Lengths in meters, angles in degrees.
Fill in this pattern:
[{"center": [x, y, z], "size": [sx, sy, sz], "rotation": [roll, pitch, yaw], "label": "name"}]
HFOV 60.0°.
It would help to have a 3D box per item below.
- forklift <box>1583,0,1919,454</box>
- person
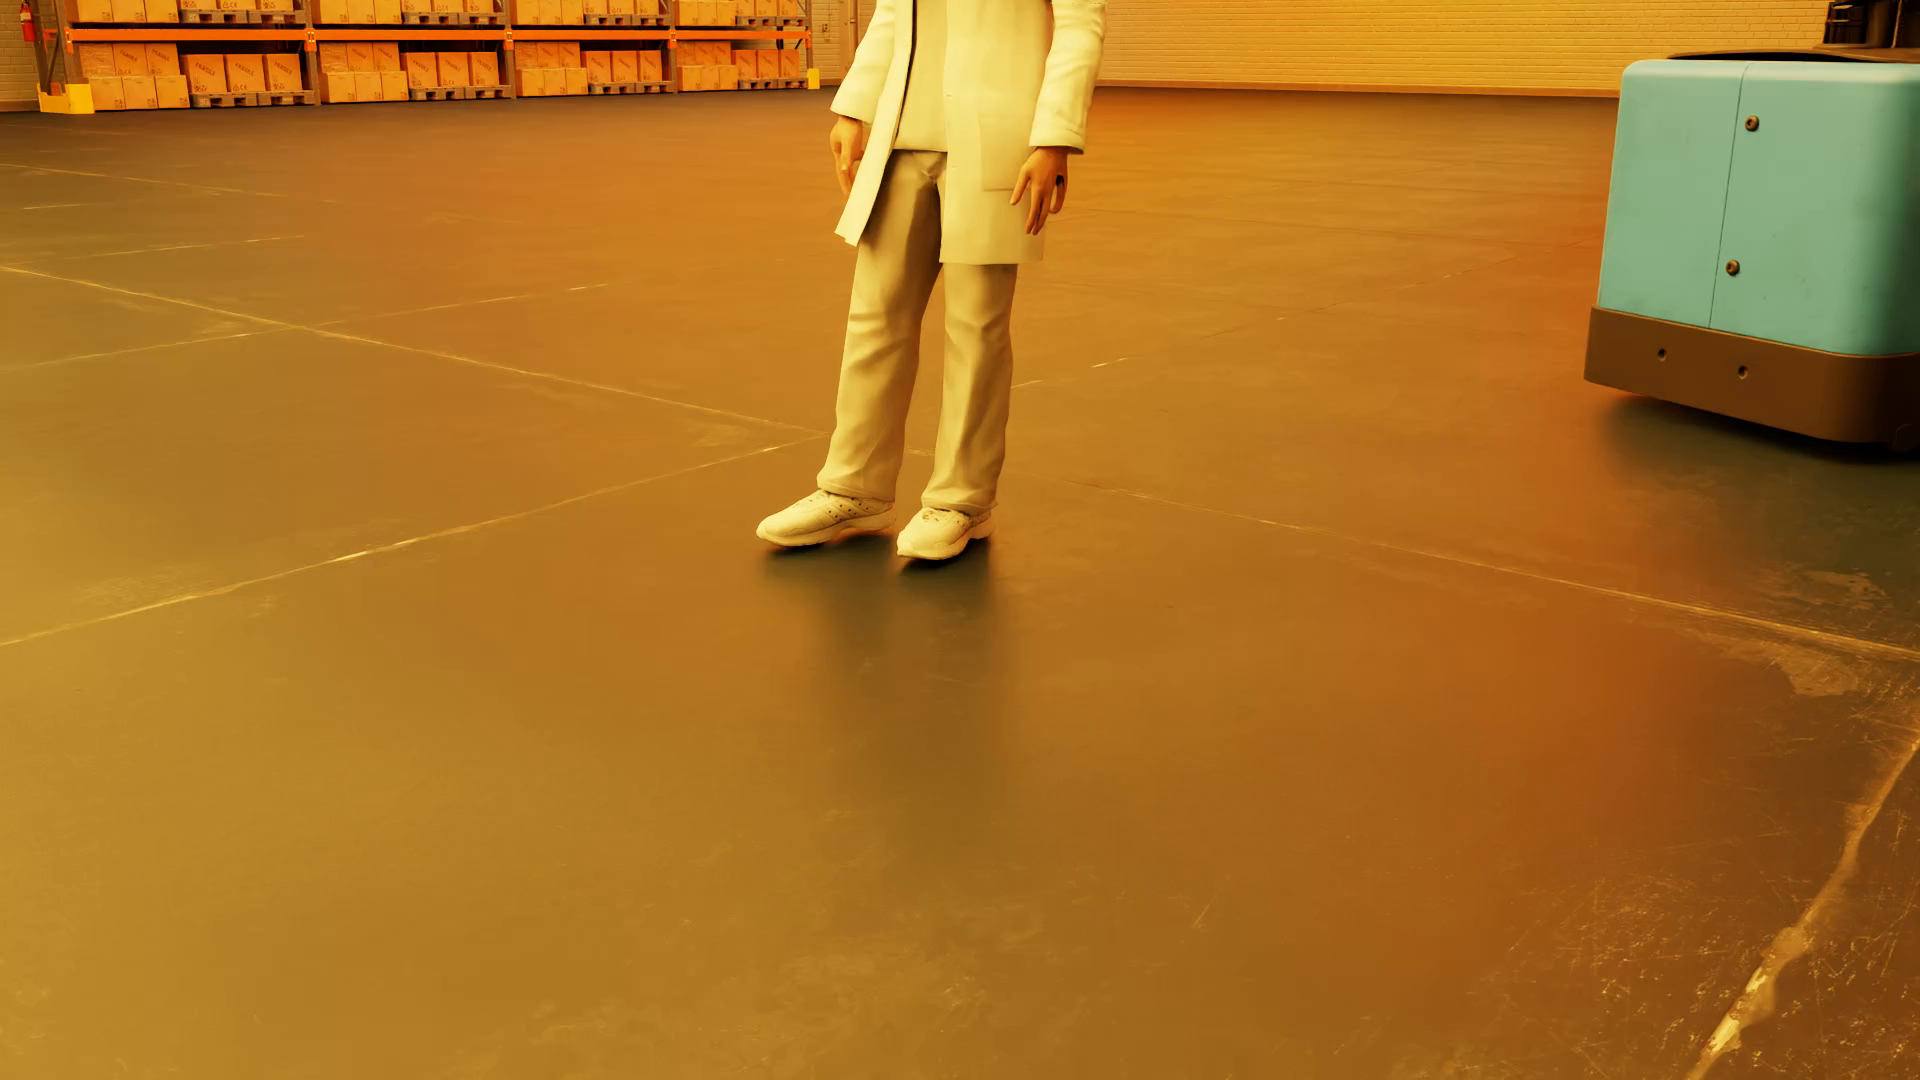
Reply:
[{"center": [3.595, -1.907, 5.179], "size": [3.031, 2.935, 1.130], "rotation": [-7, 18, -23], "label": "forklift"}, {"center": [-0.061, -0.838, 3.616], "size": [0.696, 1.778, 0.578], "rotation": [13, 21, 37], "label": "person"}]
